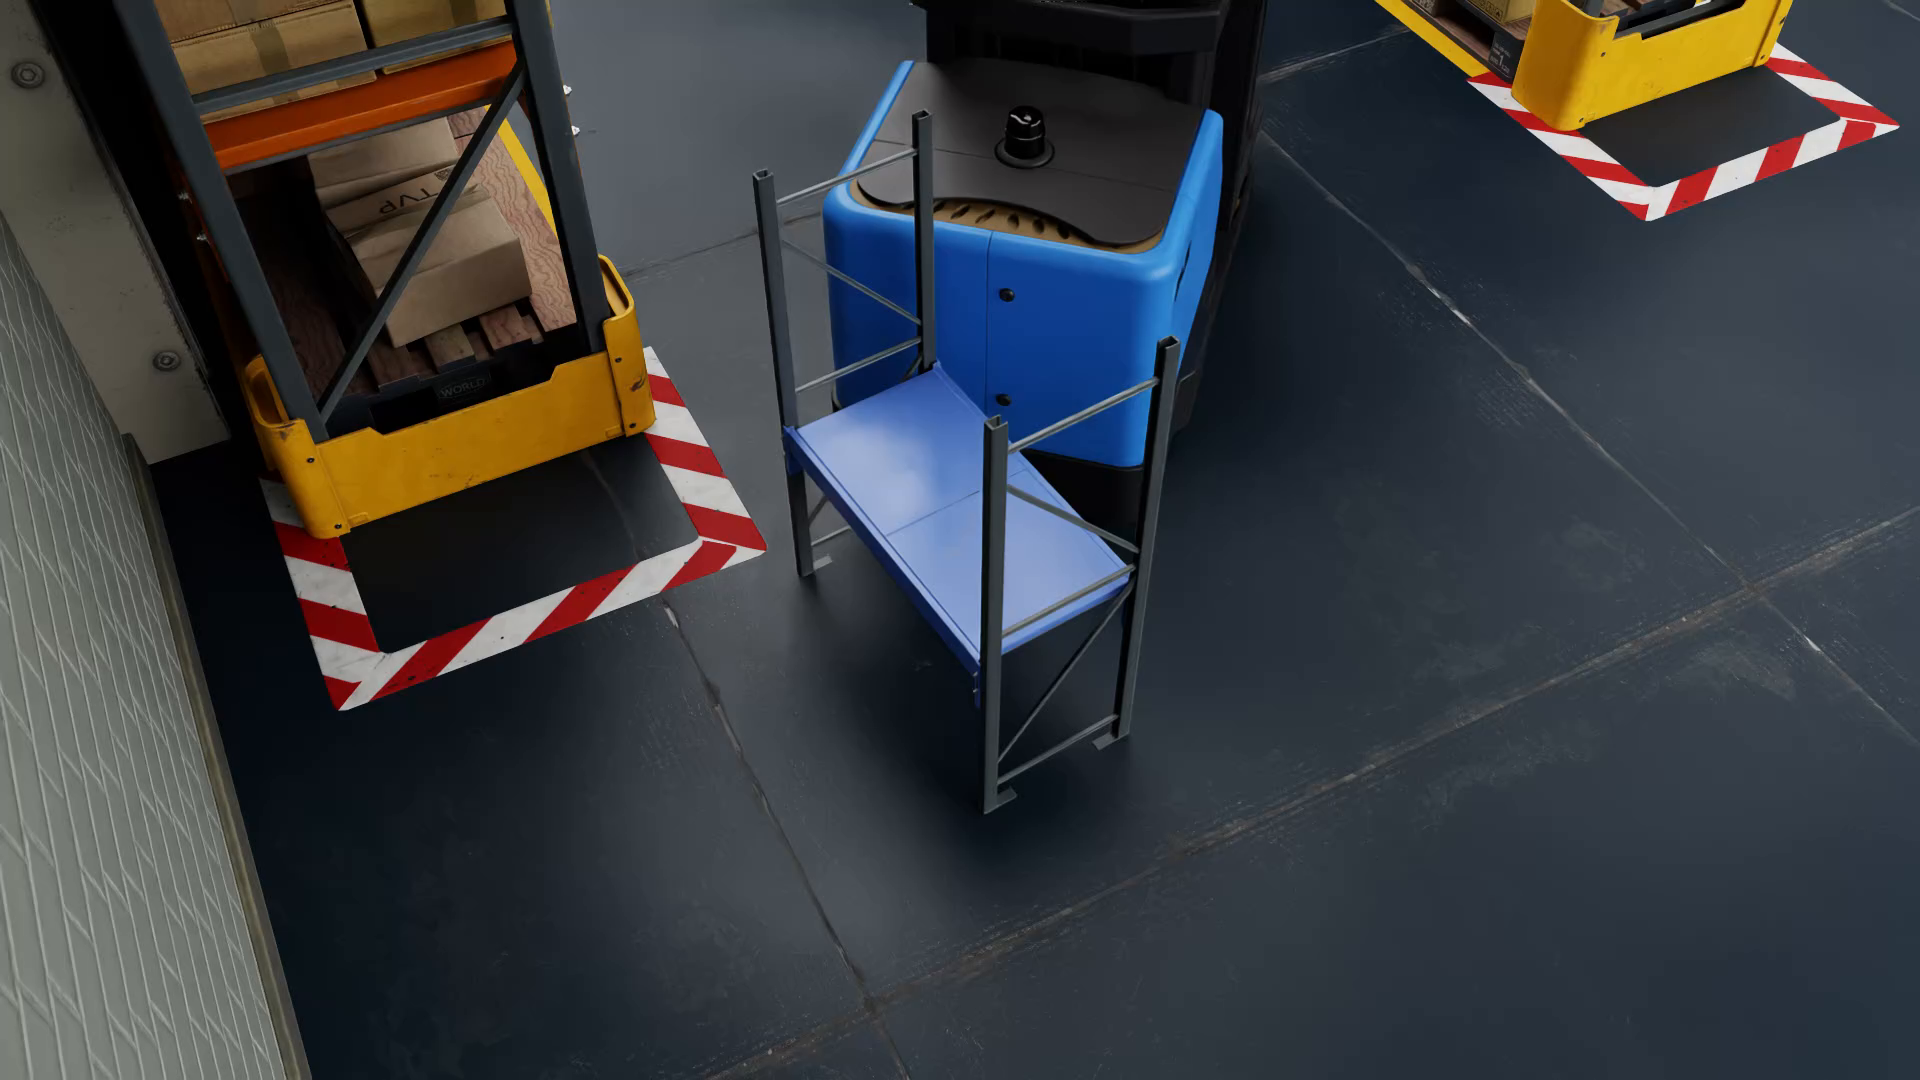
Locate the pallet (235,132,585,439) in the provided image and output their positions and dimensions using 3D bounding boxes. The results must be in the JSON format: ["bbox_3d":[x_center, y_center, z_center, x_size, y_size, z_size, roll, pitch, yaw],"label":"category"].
[{"bbox_3d":[-1.942,-0.926,5.920,1.003,0.211,1.213,-21,52,-18],"label":"pallet"}]

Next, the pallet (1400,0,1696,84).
[{"bbox_3d":[2.448,-2.526,7.319,1.003,0.211,1.213,-21,52,-18],"label":"pallet"}]

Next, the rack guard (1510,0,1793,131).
[{"bbox_3d":[2.847,-2.107,6.761,1.175,0.500,0.348,-21,52,-18],"label":"rack guard"}]

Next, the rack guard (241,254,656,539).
[{"bbox_3d":[-1.602,-0.466,5.325,1.175,0.500,0.348,-21,52,-18],"label":"rack guard"}]

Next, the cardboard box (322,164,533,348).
[{"bbox_3d":[-1.804,-0.991,5.618,0.500,0.311,0.500,-27,54,-21],"label":"cardboard box"}]

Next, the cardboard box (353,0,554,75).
[{"bbox_3d":[-1.508,-1.631,4.770,0.500,0.250,0.500,-23,53,-19],"label":"cardboard box"}]

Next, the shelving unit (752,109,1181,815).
[{"bbox_3d":[-0.010,-0.167,4.400,0.538,1.500,1.048,-26,54,-21],"label":"shelving unit"}]

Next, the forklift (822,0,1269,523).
[{"bbox_3d":[0.494,-2.154,5.187,1.130,2.935,3.031,12,50,11],"label":"forklift"}]

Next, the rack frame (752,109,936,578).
[{"bbox_3d":[-0.287,-0.488,4.681,0.500,1.500,0.032,-26,54,-21],"label":"rack frame"}]

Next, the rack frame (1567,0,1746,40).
[{"bbox_3d":[2.836,-2.946,5.834,1.000,3.000,0.127,-21,52,-18],"label":"rack frame"}]

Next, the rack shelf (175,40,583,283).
[{"bbox_3d":[-2.483,-2.339,5.781,1.077,0.370,4.000,-21,52,-18],"label":"rack shelf"}]

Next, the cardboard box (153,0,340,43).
[{"bbox_3d":[-1.972,-1.684,4.318,0.500,0.500,0.500,-22,52,-18],"label":"cardboard box"}]

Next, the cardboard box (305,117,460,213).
[{"bbox_3d":[-2.065,-1.373,5.952,0.500,0.311,0.500,-17,51,-15],"label":"cardboard box"}]

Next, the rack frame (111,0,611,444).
[{"bbox_3d":[-1.567,-1.238,4.340,1.000,3.000,0.127,-21,52,-18],"label":"rack frame"}]

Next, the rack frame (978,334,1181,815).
[{"bbox_3d":[0.267,0.153,4.120,0.500,1.500,0.032,-26,54,-21],"label":"rack frame"}]

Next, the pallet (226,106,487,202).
[{"bbox_3d":[-2.497,-1.742,6.633,1.003,0.211,1.213,-21,52,-18],"label":"pallet"}]

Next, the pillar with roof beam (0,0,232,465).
[{"bbox_3d":[1.171,-4.866,3.528,9.100,9.000,0.400,-21,52,-18],"label":"pillar with roof beam"}]

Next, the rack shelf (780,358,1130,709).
[{"bbox_3d":[-0.010,-0.049,4.535,0.538,0.185,1.000,-26,54,-21],"label":"rack shelf"}]

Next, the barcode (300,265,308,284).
[{"bbox_3d":[-2.168,-0.869,5.505,0.001,0.075,0.075,-21,52,-18],"label":"barcode"}]

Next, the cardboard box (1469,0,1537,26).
[{"bbox_3d":[2.327,-2.437,6.936,0.500,0.250,0.500,-21,52,-18],"label":"cardboard box"}]

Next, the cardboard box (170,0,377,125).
[{"bbox_3d":[-1.954,-1.441,4.604,0.500,0.250,0.500,-20,52,-17],"label":"cardboard box"}]
